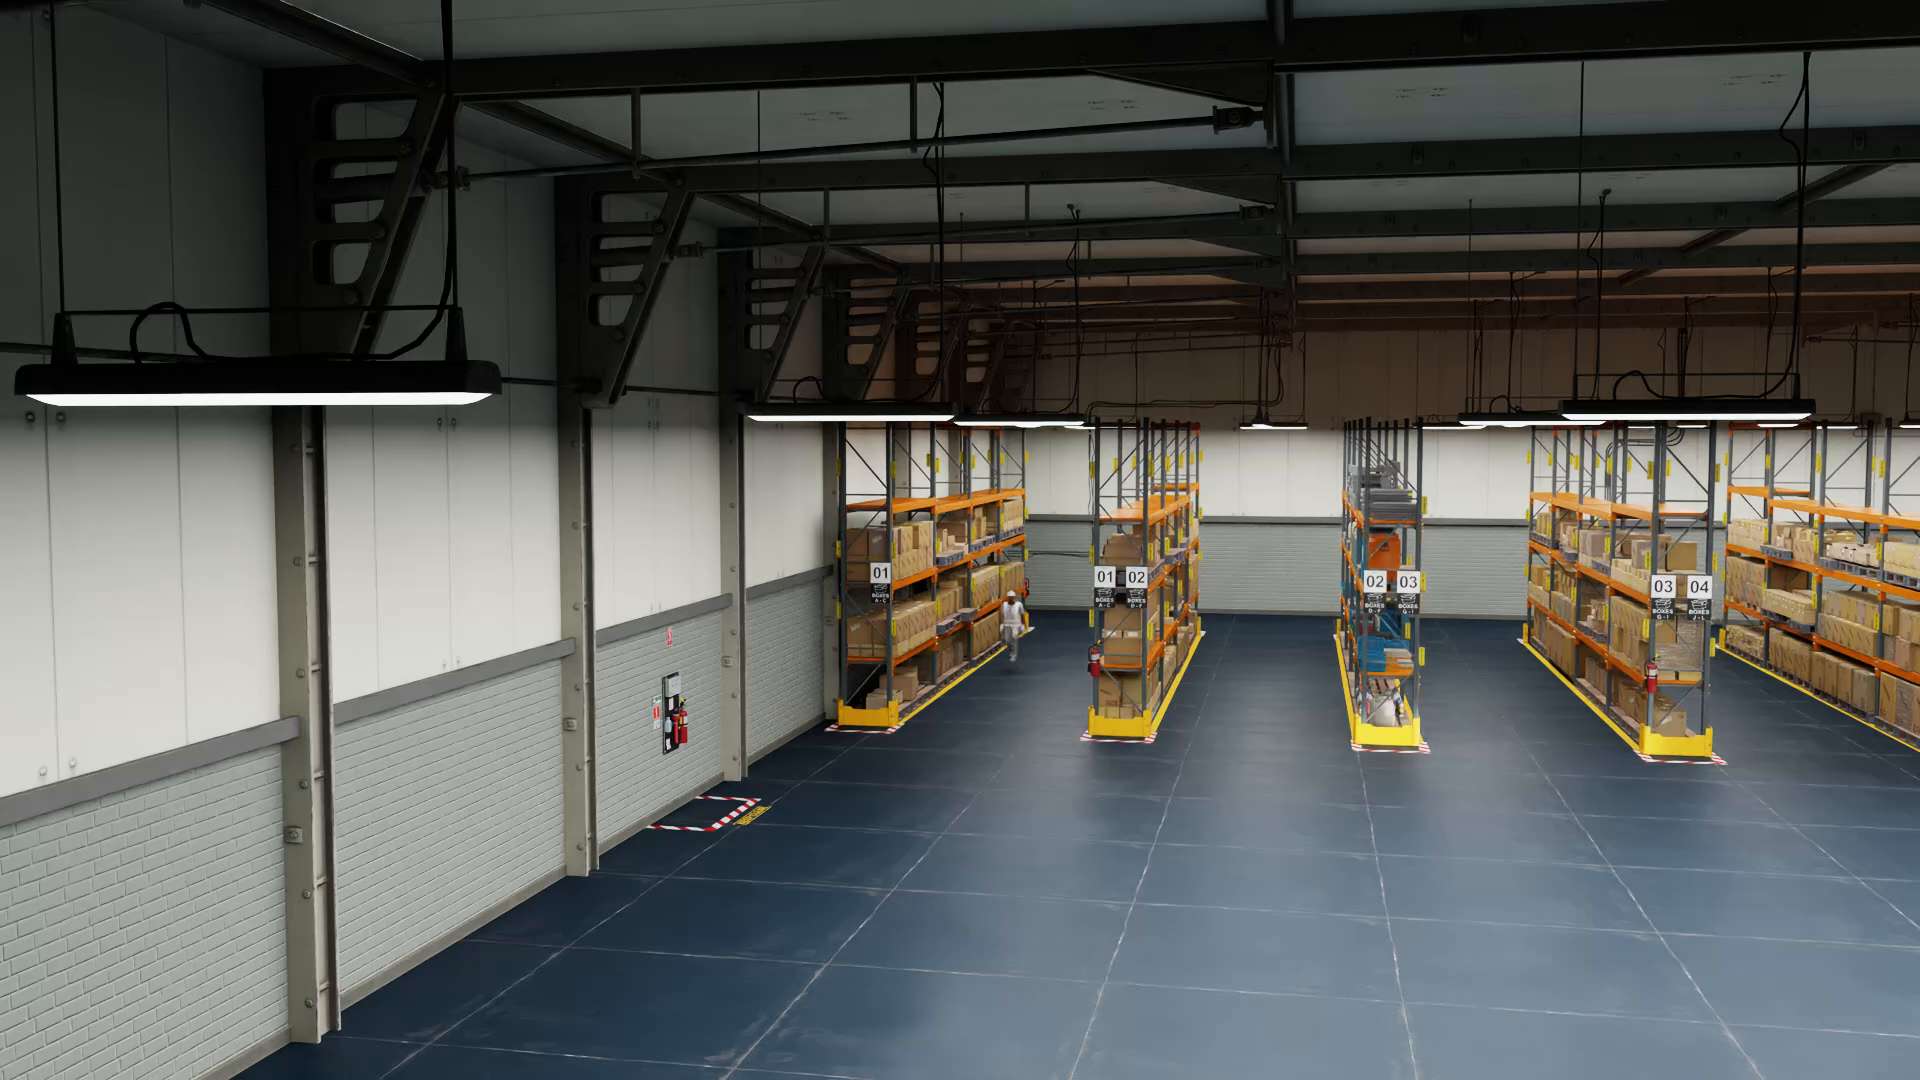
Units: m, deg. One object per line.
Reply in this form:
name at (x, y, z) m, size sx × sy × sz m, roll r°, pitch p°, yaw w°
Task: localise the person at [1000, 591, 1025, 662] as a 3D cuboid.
person at (1.221, 2.036, 39.848) m, size 0.570 × 1.648 × 0.918 m, roll 2°, pitch 4°, yaw 23°
